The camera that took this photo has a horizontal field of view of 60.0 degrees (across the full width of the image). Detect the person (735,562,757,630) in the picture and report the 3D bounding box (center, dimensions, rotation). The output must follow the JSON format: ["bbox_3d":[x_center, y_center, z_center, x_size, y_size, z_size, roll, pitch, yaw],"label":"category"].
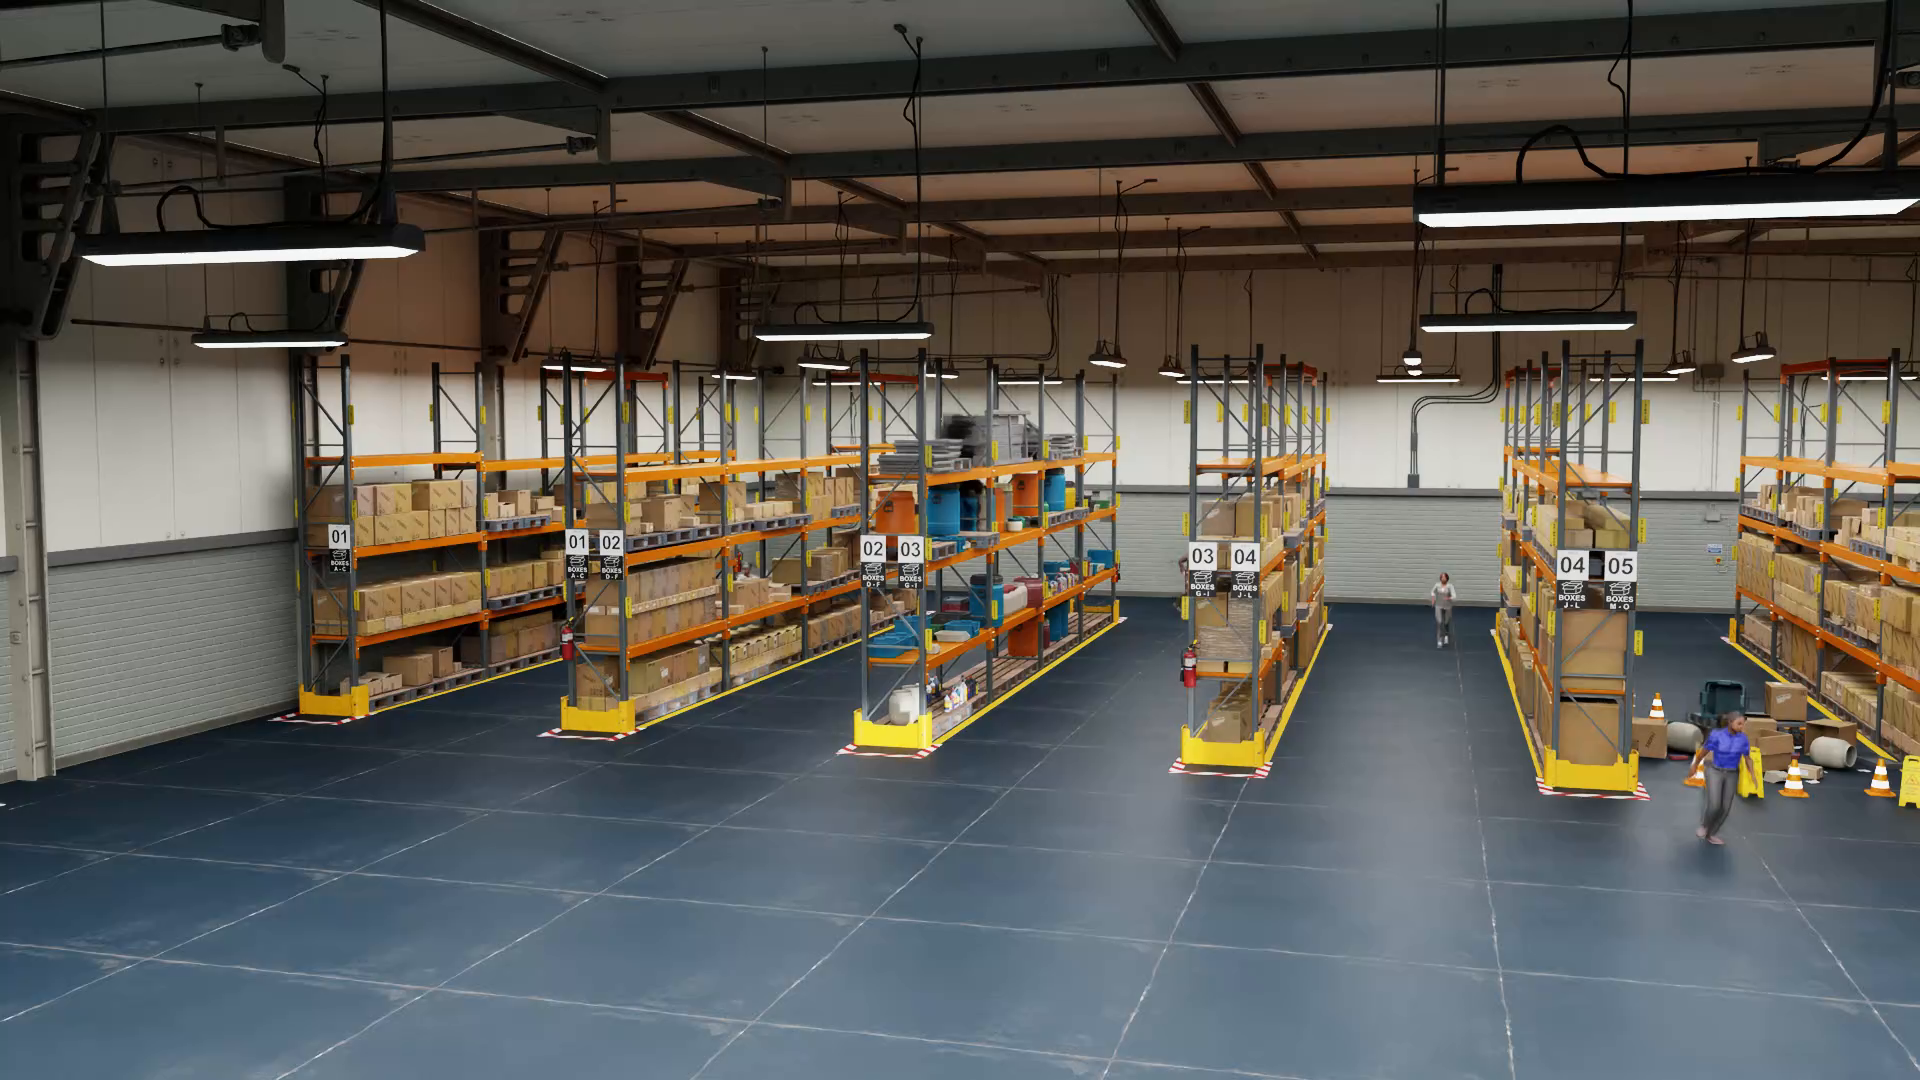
[{"bbox_3d":[-4.720,1.389,36.572,0.650,1.814,0.714,1,4,9],"label":"person"}]

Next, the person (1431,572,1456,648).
[{"bbox_3d":[10.441,1.543,35.932,0.531,1.506,0.825,1,5,18],"label":"person"}]

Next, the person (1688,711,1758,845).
[{"bbox_3d":[8.864,2.826,19.279,0.578,1.476,0.609,0,4,-6],"label":"person"}]

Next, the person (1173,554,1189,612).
[{"bbox_3d":[5.824,0.979,41.723,0.773,1.730,1.029,-4,6,-41],"label":"person"}]
